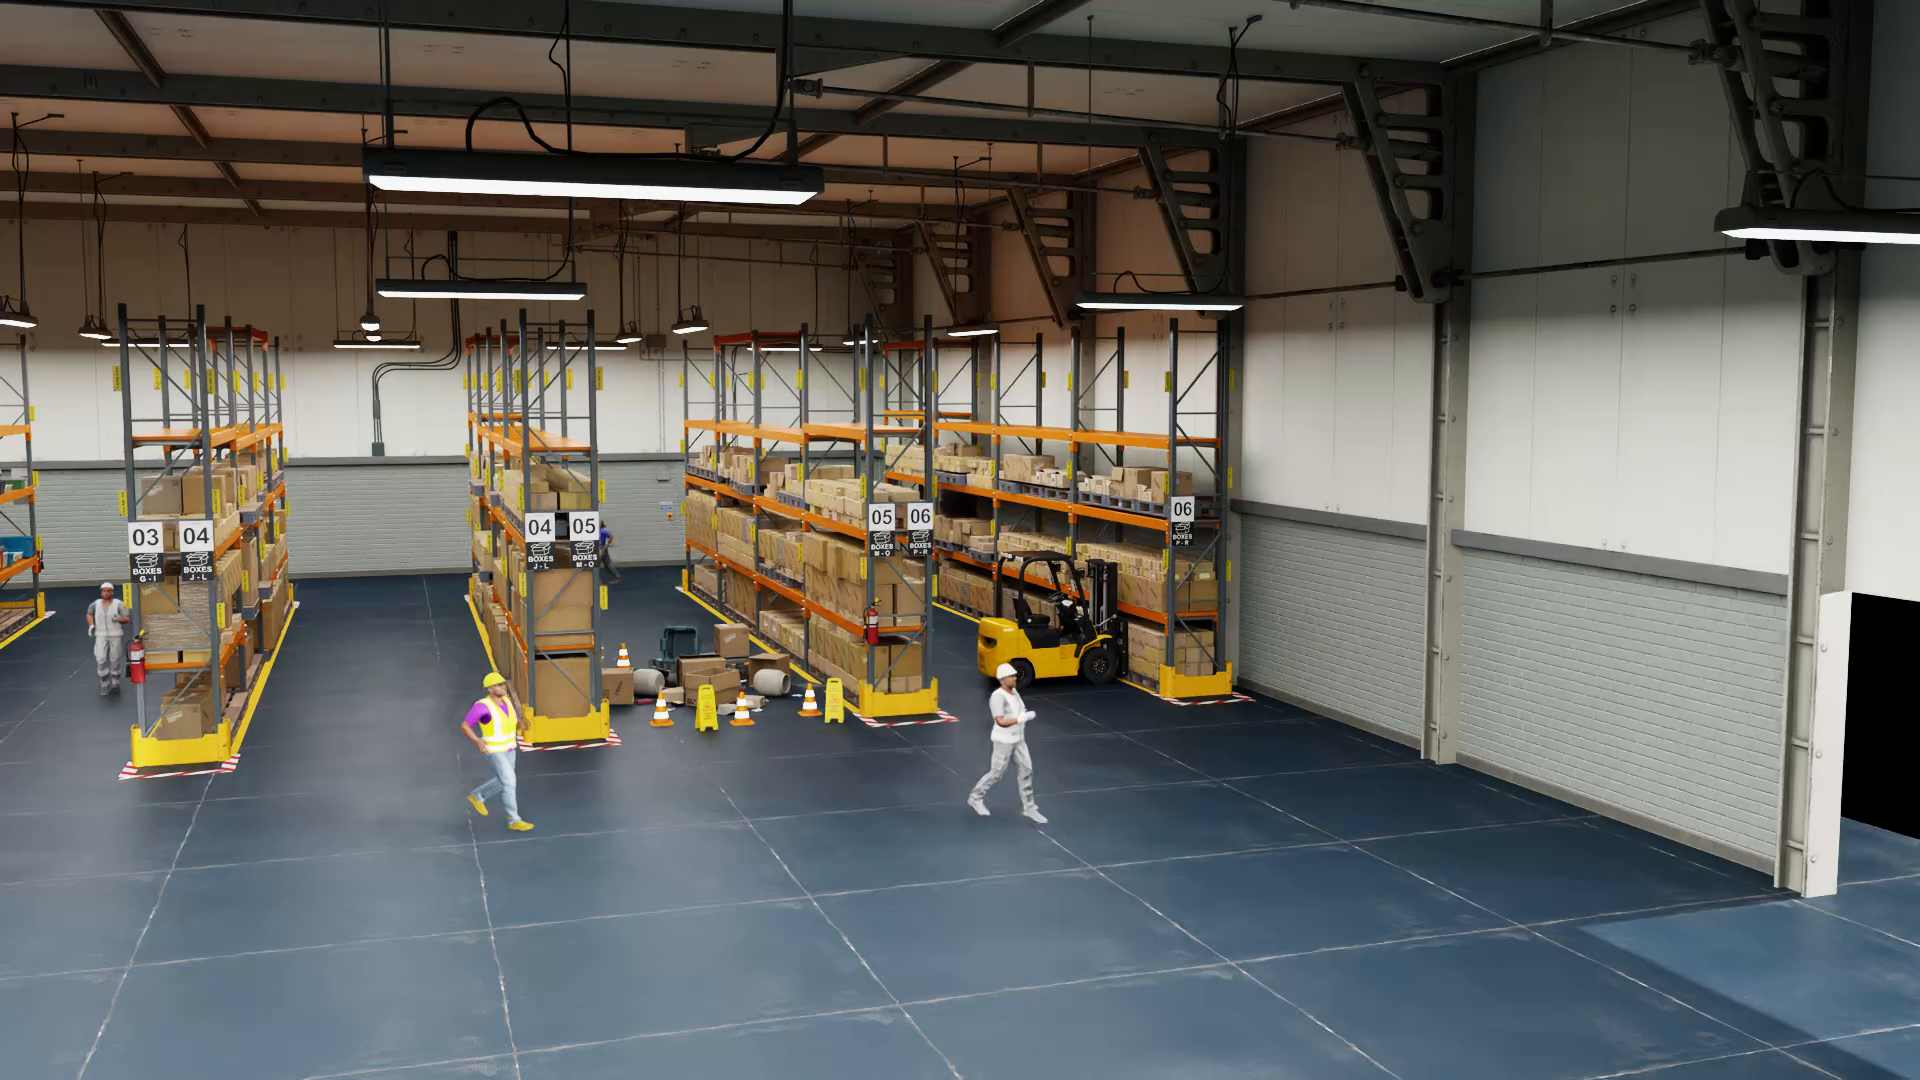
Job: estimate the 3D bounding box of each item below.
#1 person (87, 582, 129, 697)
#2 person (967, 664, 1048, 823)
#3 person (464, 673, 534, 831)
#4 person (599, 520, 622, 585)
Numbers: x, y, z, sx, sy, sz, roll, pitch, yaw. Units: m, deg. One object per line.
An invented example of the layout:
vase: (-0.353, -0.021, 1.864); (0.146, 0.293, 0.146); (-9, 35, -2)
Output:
person: (-13.666, 1.589, 26.692); (0.634, 1.833, 0.619); (-2, 6, -21)
person: (0.541, 2.298, 18.899); (0.938, 1.800, 0.674); (3, 6, 28)
person: (-5.177, 2.353, 18.642); (0.954, 1.748, 0.679); (2, 6, 21)
person: (-8.666, 0.349, 40.481); (0.882, 1.696, 0.584); (-1, 6, -15)
